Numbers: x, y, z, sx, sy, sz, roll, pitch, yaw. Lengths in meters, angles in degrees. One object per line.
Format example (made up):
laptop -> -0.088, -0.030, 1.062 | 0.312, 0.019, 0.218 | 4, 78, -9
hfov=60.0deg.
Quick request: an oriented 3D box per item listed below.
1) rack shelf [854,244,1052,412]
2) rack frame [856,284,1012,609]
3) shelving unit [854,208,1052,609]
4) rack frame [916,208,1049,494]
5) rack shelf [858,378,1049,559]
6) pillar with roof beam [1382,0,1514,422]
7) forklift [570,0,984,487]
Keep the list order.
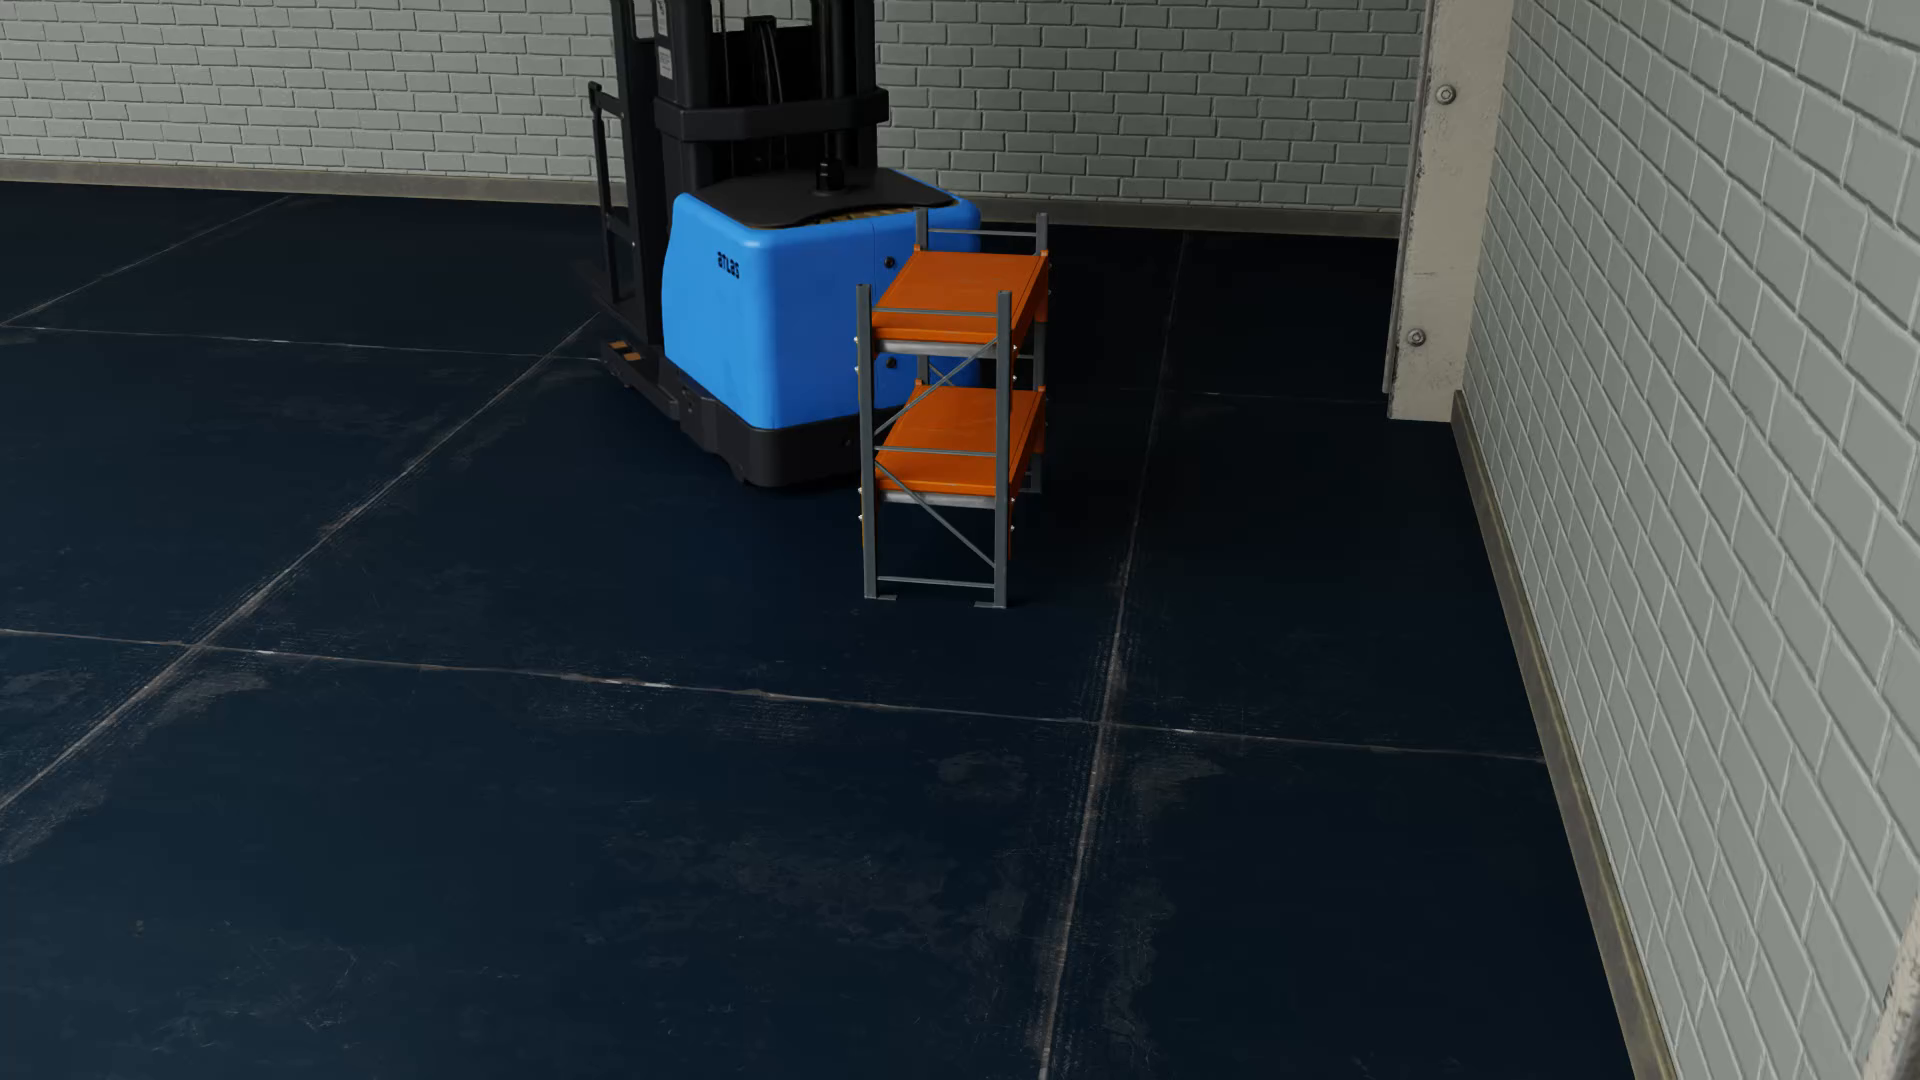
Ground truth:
rack shelf -> -0.001, -0.772, 5.881 | 0.538, 0.278, 1.000 | 4, 25, 9
rack frame -> -0.084, -0.294, 5.551 | 0.500, 1.125, 0.032 | 4, 25, 9
shelving unit -> -0.001, -0.507, 6.005 | 0.538, 1.125, 1.048 | 4, 25, 9
rack frame -> 0.082, -0.719, 6.460 | 0.500, 1.125, 0.032 | 4, 25, 9
rack shelf -> -0.001, -0.285, 6.109 | 0.538, 0.278, 1.000 | 4, 25, 9
pillar with roof beam -> -2.158, -4.987, 6.290 | 9.100, 9.000, 0.400 | 4, 25, 9
forklift -> -1.055, -2.120, 7.322 | 1.130, 2.935, 3.031 | -13, 28, -26
